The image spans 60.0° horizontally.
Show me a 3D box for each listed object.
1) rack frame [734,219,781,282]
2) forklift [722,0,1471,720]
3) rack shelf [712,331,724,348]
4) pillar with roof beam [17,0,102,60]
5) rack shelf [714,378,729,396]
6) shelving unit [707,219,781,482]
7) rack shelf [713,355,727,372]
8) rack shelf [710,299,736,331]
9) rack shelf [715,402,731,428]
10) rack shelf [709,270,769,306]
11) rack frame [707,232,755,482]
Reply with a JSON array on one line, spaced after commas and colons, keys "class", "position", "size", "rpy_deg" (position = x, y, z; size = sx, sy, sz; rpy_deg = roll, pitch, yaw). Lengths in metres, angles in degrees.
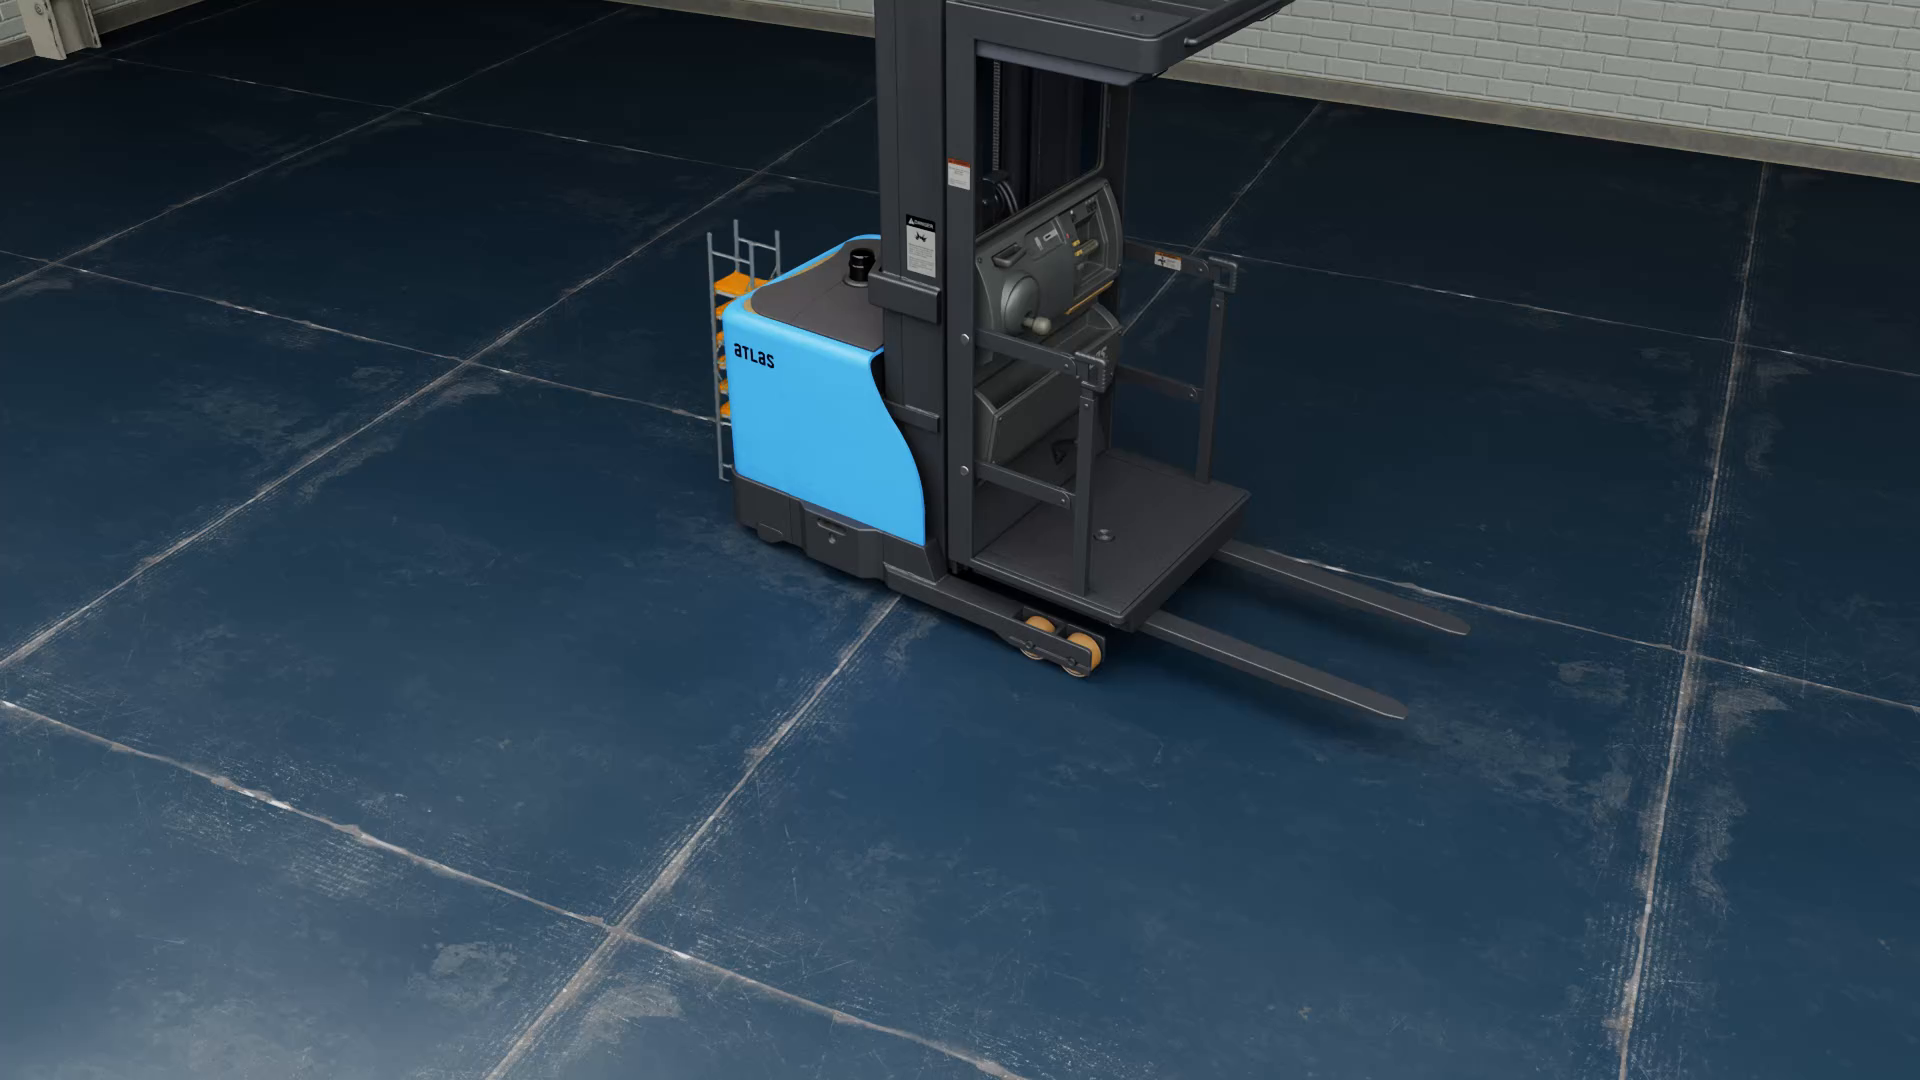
[{"class": "rack frame", "position": [-0.890, -0.836, 7.427], "size": [0.240, 1.200, 0.006], "rpy_deg": [19, 36, 25]}, {"class": "forklift", "position": [0.516, -1.029, 6.146], "size": [3.031, 2.935, 1.130], "rpy_deg": [21, 39, 28]}, {"class": "rack shelf", "position": [-0.934, -0.860, 7.320], "size": [0.258, 0.103, 0.180], "rpy_deg": [19, 36, 25]}, {"class": "pillar with roof beam", "position": [-3.146, -6.647, 9.181], "size": [9.100, 9.000, 0.400], "rpy_deg": [14, 36, 20]}, {"class": "rack shelf", "position": [-0.942, -0.657, 7.447], "size": [0.258, 0.103, 0.180], "rpy_deg": [19, 36, 25]}, {"class": "shelving unit", "position": [-0.937, -0.796, 7.360], "size": [0.258, 1.200, 0.189], "rpy_deg": [19, 36, 25]}, {"class": "rack shelf", "position": [-0.938, -0.758, 7.383], "size": [0.258, 0.103, 0.180], "rpy_deg": [19, 36, 25]}, {"class": "rack shelf", "position": [-0.930, -0.962, 7.256], "size": [0.258, 0.103, 0.180], "rpy_deg": [19, 36, 25]}, {"class": "rack shelf", "position": [-0.946, -0.555, 7.511], "size": [0.258, 0.103, 0.180], "rpy_deg": [19, 36, 25]}, {"class": "rack shelf", "position": [-0.926, -1.063, 7.193], "size": [0.258, 0.103, 0.180], "rpy_deg": [19, 36, 25]}, {"class": "rack frame", "position": [-0.983, -0.756, 7.292], "size": [0.240, 1.200, 0.006], "rpy_deg": [19, 36, 25]}]
